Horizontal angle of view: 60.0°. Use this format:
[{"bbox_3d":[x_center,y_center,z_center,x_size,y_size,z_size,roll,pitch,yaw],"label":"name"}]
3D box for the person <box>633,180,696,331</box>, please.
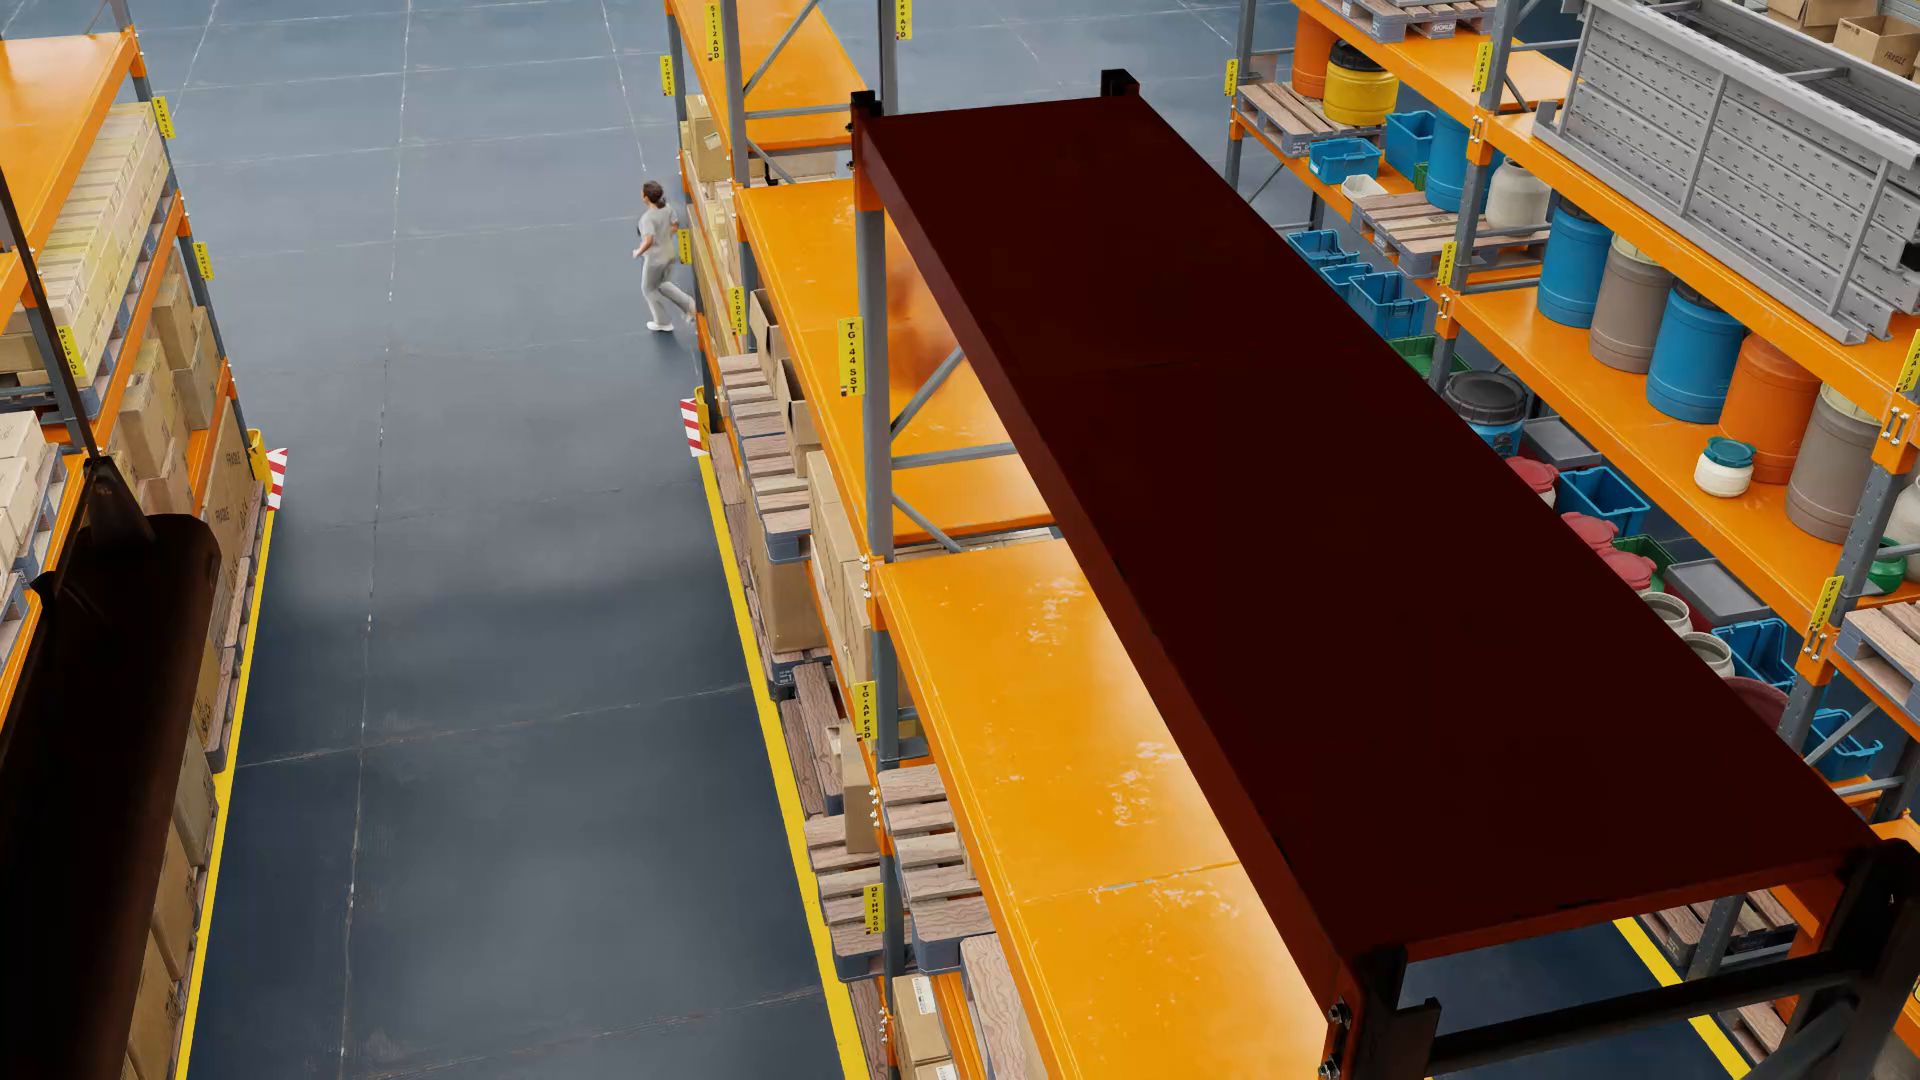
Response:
[{"bbox_3d":[-2.989,-2.827,16.782,0.616,1.646,0.586,14,37,20],"label":"person"}]
